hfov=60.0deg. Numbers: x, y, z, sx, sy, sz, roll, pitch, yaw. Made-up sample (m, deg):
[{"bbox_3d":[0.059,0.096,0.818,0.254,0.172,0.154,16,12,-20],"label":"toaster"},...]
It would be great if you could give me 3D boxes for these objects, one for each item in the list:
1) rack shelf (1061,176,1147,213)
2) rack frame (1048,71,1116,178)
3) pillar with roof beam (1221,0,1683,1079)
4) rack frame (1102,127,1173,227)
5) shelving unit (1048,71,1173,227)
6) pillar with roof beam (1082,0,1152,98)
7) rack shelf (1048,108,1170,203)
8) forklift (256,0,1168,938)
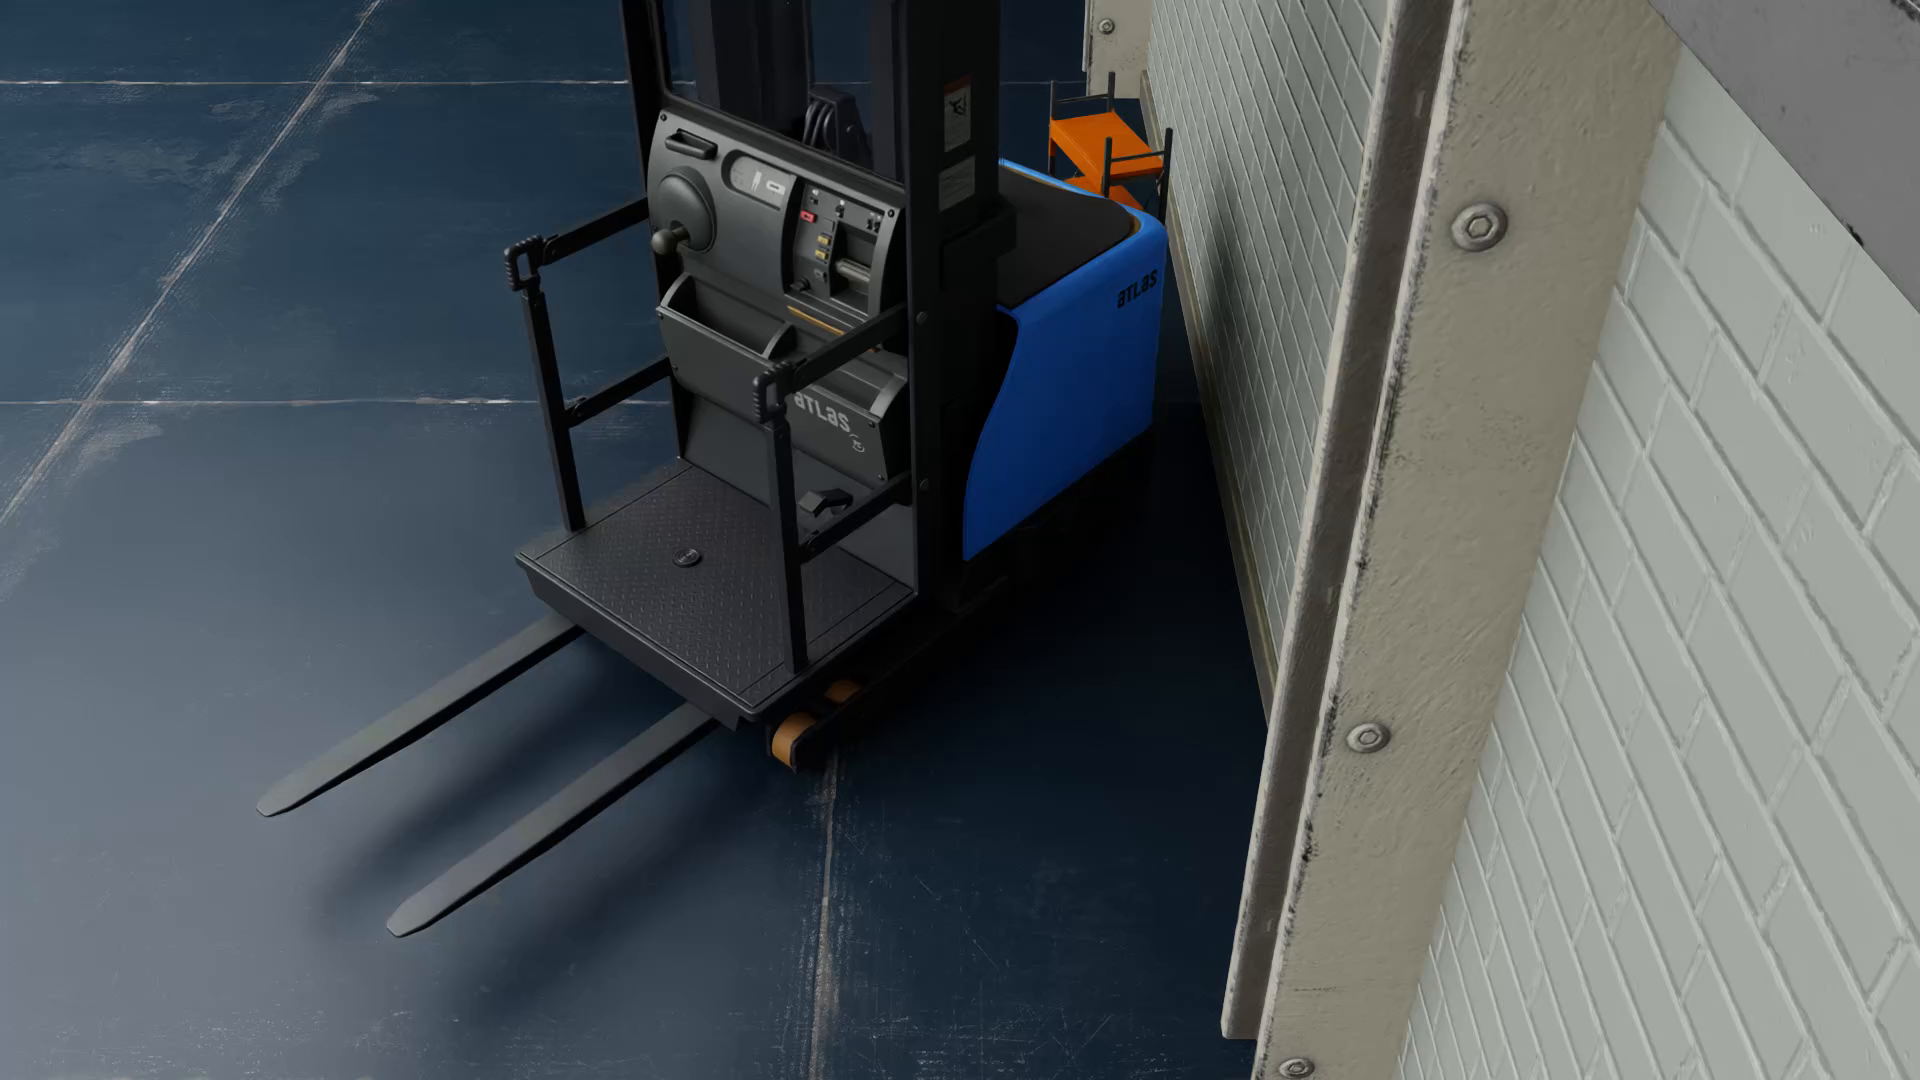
[{"bbox_3d":[0.515,-1.147,5.972,0.258,0.148,0.480,-12,40,-15],"label":"rack shelf"},{"bbox_3d":[0.436,-1.169,6.250,0.240,1.200,0.015,-12,40,-15],"label":"rack frame"},{"bbox_3d":[-3.488,-2.167,1.258,9.100,9.000,0.400,0,39,0],"label":"pillar with roof beam"},{"bbox_3d":[0.595,-0.881,5.890,0.240,1.200,0.015,-12,40,-15],"label":"rack frame"},{"bbox_3d":[0.515,-1.025,6.070,0.258,1.200,0.503,-12,40,-15],"label":"shelving unit"},{"bbox_3d":[-3.495,-5.919,5.940,9.100,9.000,0.400,0,39,0],"label":"pillar with roof beam"},{"bbox_3d":[0.515,-1.332,5.824,0.258,0.148,0.480,-12,40,-15],"label":"rack shelf"},{"bbox_3d":[-0.663,-0.828,4.439,1.130,2.935,3.031,28,47,31],"label":"forklift"}]
